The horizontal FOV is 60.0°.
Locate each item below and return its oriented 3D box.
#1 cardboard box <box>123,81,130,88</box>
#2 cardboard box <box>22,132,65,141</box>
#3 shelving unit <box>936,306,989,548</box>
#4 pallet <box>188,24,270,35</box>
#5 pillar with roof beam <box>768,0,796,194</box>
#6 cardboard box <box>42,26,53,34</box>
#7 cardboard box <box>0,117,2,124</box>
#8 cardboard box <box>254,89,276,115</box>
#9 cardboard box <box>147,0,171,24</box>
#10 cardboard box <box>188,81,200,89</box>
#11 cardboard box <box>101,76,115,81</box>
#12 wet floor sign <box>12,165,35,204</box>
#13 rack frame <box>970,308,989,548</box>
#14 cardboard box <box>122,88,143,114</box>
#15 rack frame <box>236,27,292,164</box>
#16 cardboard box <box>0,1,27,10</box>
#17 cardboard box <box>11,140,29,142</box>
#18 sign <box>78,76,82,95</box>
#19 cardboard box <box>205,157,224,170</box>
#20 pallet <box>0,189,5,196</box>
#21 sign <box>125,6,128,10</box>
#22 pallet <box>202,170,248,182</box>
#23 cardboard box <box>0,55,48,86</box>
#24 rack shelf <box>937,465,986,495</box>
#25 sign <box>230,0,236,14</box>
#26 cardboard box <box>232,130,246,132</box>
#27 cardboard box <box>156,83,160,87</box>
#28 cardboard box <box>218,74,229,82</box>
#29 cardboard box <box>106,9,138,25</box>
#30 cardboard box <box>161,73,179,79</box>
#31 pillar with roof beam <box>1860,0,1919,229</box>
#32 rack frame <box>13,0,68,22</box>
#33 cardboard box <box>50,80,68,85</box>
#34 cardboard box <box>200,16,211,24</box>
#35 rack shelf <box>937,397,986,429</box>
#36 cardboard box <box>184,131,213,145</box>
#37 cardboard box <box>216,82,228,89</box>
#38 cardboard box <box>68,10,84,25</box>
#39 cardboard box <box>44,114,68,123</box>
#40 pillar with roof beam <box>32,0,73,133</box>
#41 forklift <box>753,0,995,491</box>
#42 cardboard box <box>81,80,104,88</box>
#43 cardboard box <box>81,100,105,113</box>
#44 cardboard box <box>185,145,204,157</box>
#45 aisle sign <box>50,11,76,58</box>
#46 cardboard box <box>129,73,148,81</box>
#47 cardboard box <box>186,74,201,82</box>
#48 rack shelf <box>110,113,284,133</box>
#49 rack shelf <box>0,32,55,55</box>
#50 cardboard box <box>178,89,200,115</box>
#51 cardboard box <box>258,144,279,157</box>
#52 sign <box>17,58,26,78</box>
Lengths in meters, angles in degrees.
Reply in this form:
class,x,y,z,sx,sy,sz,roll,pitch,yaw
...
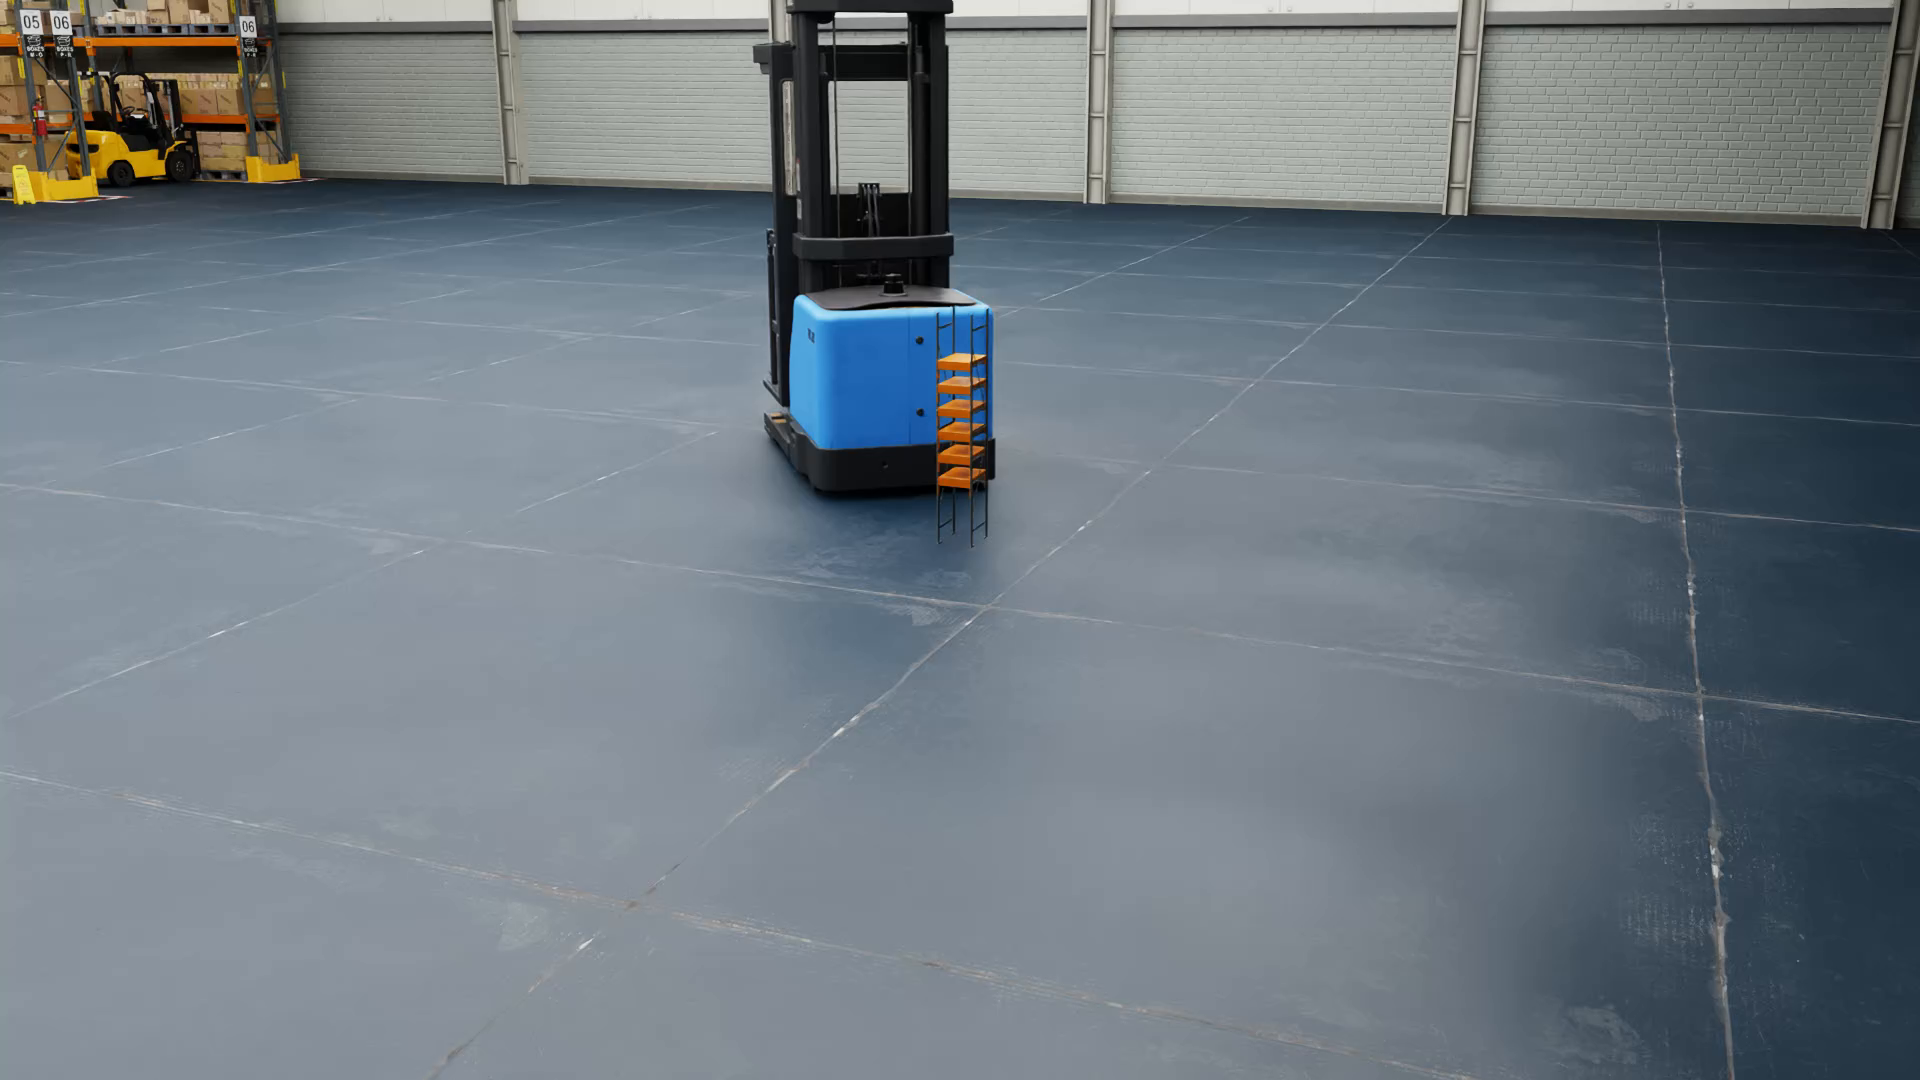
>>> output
class,x,y,z,sx,sy,sz,roll,pitch,yaw
cardboard box,-17.087,-9.437,34.456,0.250,0.149,0.380,6,17,21
cardboard box,-19.690,-8.493,36.054,0.625,0.625,0.875,6,17,18
shelving unit,0.013,-0.575,8.501,0.189,1.200,0.258,6,17,21
pallet,-14.708,-10.291,33.521,1.213,0.211,1.003,6,17,21
pillar with roof beam,-4.794,-9.656,25.795,0.400,9.000,9.100,6,17,21
cardboard box,-16.067,-8.964,29.243,0.250,0.149,0.380,6,17,21
cardboard box,-16.811,-7.418,29.294,0.250,0.149,0.380,6,17,20
cardboard box,-14.419,-8.985,34.063,0.500,0.500,0.500,7,18,22
cardboard box,-16.008,-10.737,33.778,0.637,0.503,0.797,7,18,22
cardboard box,-15.445,-9.241,33.781,0.250,0.149,0.380,6,17,19
cardboard box,-17.593,-9.616,34.541,0.250,0.149,0.380,7,17,22
wet floor sign,-16.094,-6.099,28.524,0.232,0.644,0.267,14,21,40
rack frame,0.099,-0.565,8.469,0.006,1.200,0.240,6,17,21
cardboard box,-16.973,-9.109,34.492,0.500,0.500,0.500,7,17,22
rack frame,-14.060,-8.814,33.655,0.127,3.000,1.000,6,17,21
cardboard box,-16.301,-9.187,28.580,0.250,0.149,0.380,6,17,21
cardboard box,-17.037,-6.977,30.159,0.500,0.500,0.500,6,17,19
sign,-15.679,-8.083,29.583,0.005,0.325,0.100,6,17,21
cardboard box,-15.072,-7.715,34.047,0.500,0.250,0.500,6,17,21
pallet,-17.822,-6.413,30.384,1.213,0.211,1.003,6,17,21
sign,-17.579,-11.094,35.059,0.005,0.325,0.100,6,17,21
pallet,-14.787,-7.542,34.276,1.213,0.211,1.003,6,17,21
cardboard box,-16.433,-8.193,29.009,0.500,0.500,0.700,6,17,19
rack shelf,0.013,-0.302,8.581,0.180,0.103,0.258,6,17,21
sign,-14.272,-10.503,32.644,0.005,0.325,0.100,6,17,21
cardboard box,-14.904,-8.324,34.351,0.500,0.250,0.500,6,17,21
cardboard box,-16.401,-9.344,34.136,0.250,0.149,0.380,6,17,19
cardboard box,-14.711,-9.316,33.506,0.250,0.149,0.380,6,17,21
cardboard box,-17.097,-10.722,34.075,0.500,0.311,0.500,7,17,22
cardboard box,-16.128,-9.484,34.086,0.250,0.149,0.380,6,17,21
pillar with roof beam,11.951,-7.815,19.452,0.400,9.000,9.100,6,17,21
rack frame,-15.878,-10.408,28.383,0.127,3.000,1.000,6,17,21
cardboard box,-18.929,-9.613,35.064,0.250,0.149,0.380,6,17,19
cardboard box,-14.942,-10.390,33.220,0.250,0.149,0.380,6,17,19
rack shelf,0.013,-0.647,8.480,0.180,0.103,0.258,6,17,21
cardboard box,-15.553,-8.242,34.067,0.500,0.250,0.500,7,17,21
cardboard box,-14.734,-9.155,33.486,0.250,0.149,0.380,7,17,22
cardboard box,-18.544,-10.882,34.623,0.500,0.311,0.500,6,17,19
cardboard box,-16.118,-7.494,29.559,0.250,0.149,0.380,6,17,21
pillar with roof beam,-21.538,-11.497,32.137,0.400,9.000,9.100,6,17,21
forklift,-0.669,-2.052,10.484,1.130,2.935,3.031,-4,17,-14
cardboard box,-18.180,-9.560,34.882,0.250,0.149,0.380,7,18,23
cardboard box,-18.346,-9.135,35.029,0.500,0.250,0.500,7,17,22
cardboard box,-15.578,-8.006,34.152,0.500,0.250,0.500,6,17,19
aisle sign,-15.706,-8.849,29.112,0.004,0.787,0.394,6,17,21
cardboard box,-16.875,-9.536,34.265,0.250,0.149,0.380,7,17,22
cardboard box,-15.452,-9.378,33.721,0.250,0.149,0.380,7,18,22
rack shelf,-15.921,-8.673,34.460,4.000,0.370,1.077,6,17,21
rack shelf,-17.738,-8.826,29.606,4.000,0.370,1.077,6,17,21
cardboard box,-15.570,-8.952,33.951,0.500,0.500,0.500,6,17,20
cardboard box,-14.421,-8.037,34.261,0.500,0.250,0.500,7,17,22
sign,-16.100,-8.092,28.525,0.005,0.325,0.100,6,17,21
